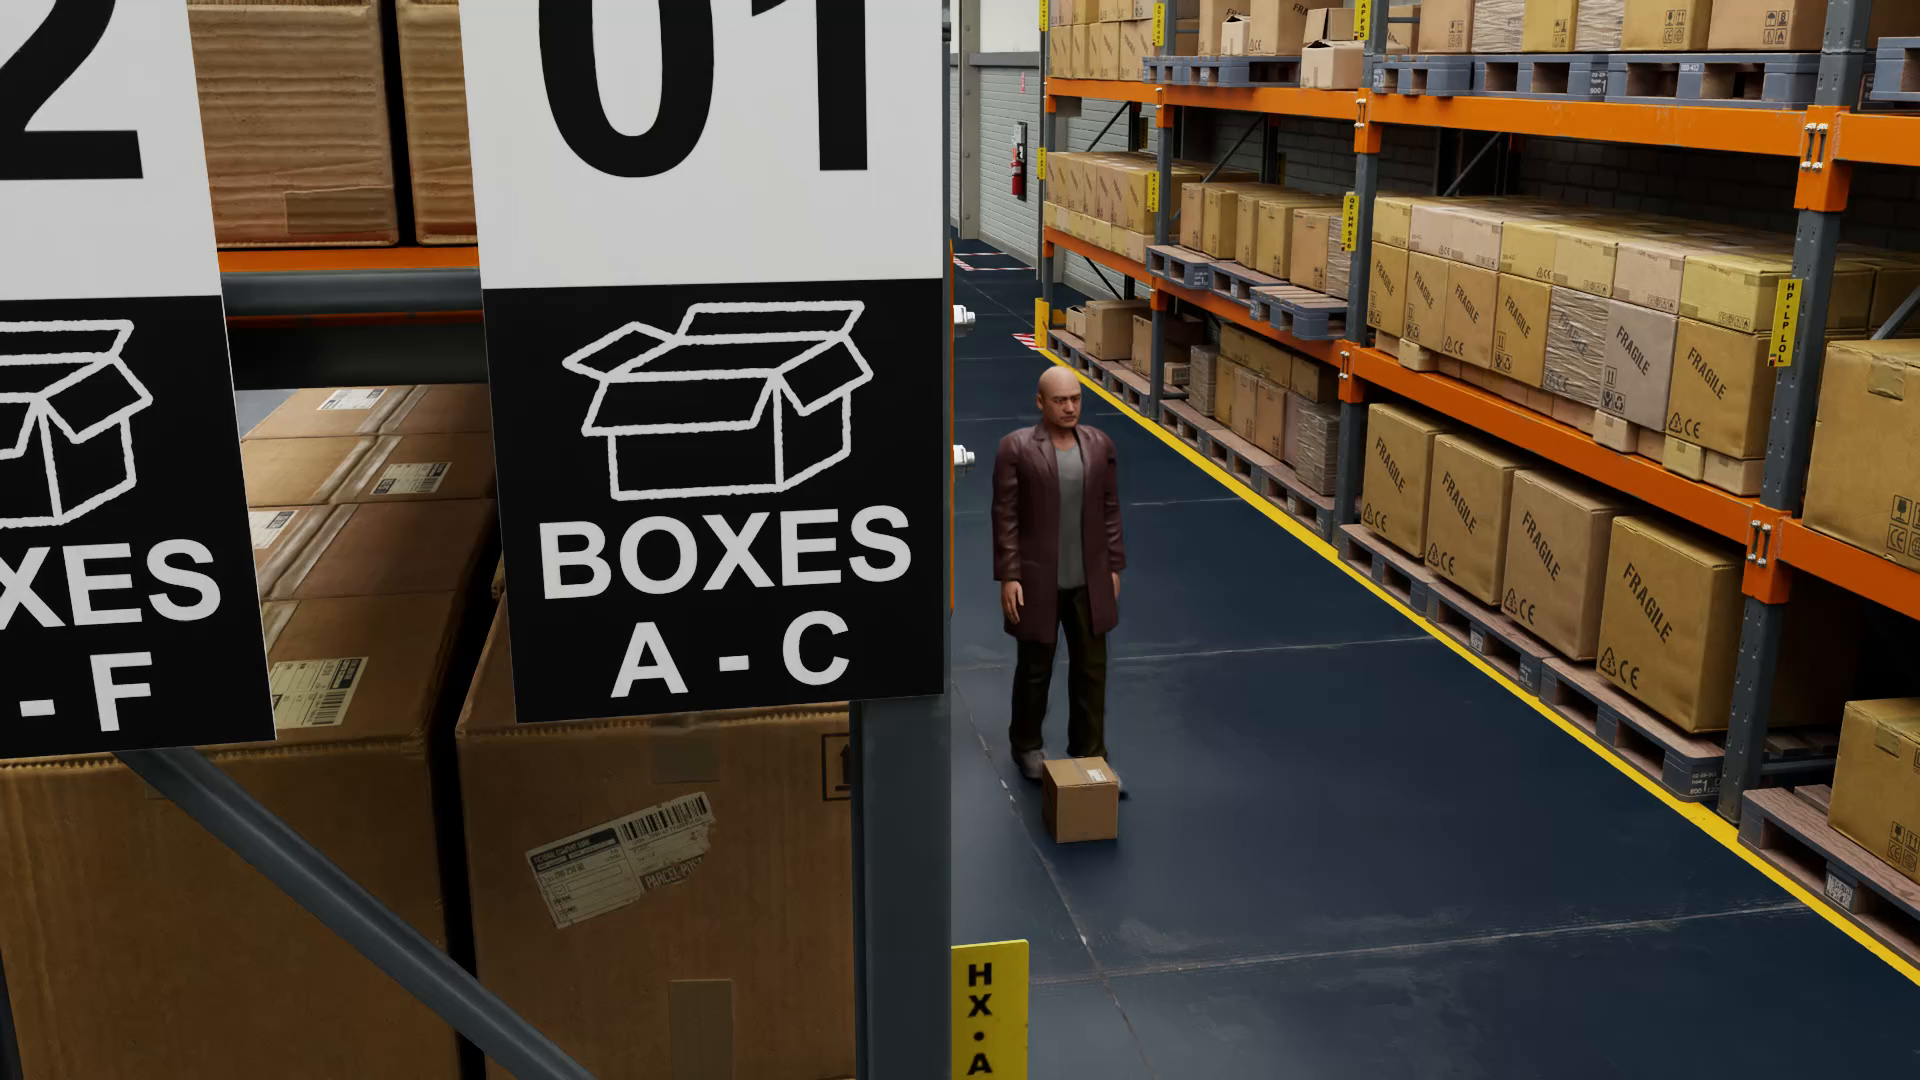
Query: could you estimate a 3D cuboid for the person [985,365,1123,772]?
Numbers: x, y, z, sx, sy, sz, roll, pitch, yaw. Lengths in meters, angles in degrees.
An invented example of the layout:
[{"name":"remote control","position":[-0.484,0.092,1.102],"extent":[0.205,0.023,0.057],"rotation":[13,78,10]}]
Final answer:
[{"name":"person","position":[0.398,0.156,6.970],"extent":[0.608,1.787,0.526],"rotation":[-4,17,-14]}]
